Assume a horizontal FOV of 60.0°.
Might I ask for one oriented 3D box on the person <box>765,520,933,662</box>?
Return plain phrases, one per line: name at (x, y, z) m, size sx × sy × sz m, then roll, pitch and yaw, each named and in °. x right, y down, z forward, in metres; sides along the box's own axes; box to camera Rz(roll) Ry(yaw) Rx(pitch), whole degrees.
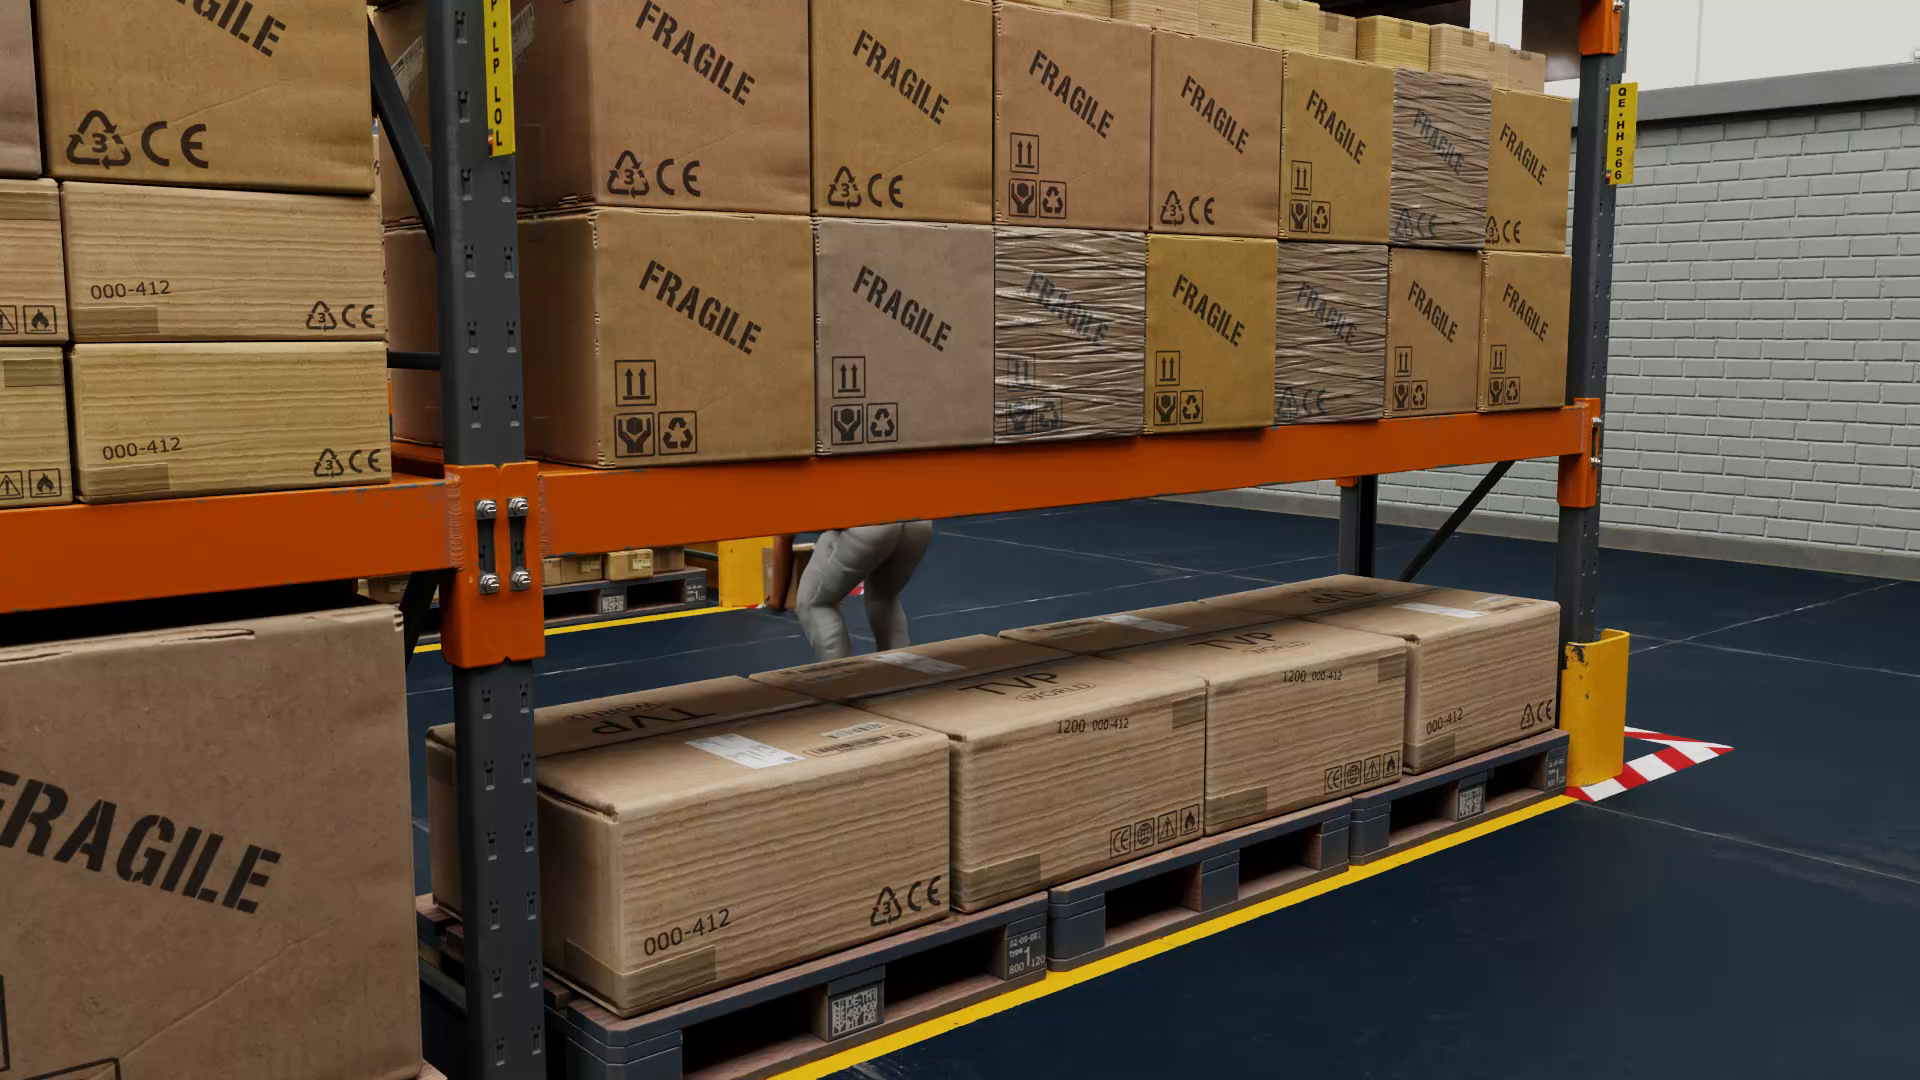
person at (-0.515, 0.109, 6.930) m, size 0.492 × 1.153 × 0.911 m, roll -7°, pitch 10°, yaw -43°
